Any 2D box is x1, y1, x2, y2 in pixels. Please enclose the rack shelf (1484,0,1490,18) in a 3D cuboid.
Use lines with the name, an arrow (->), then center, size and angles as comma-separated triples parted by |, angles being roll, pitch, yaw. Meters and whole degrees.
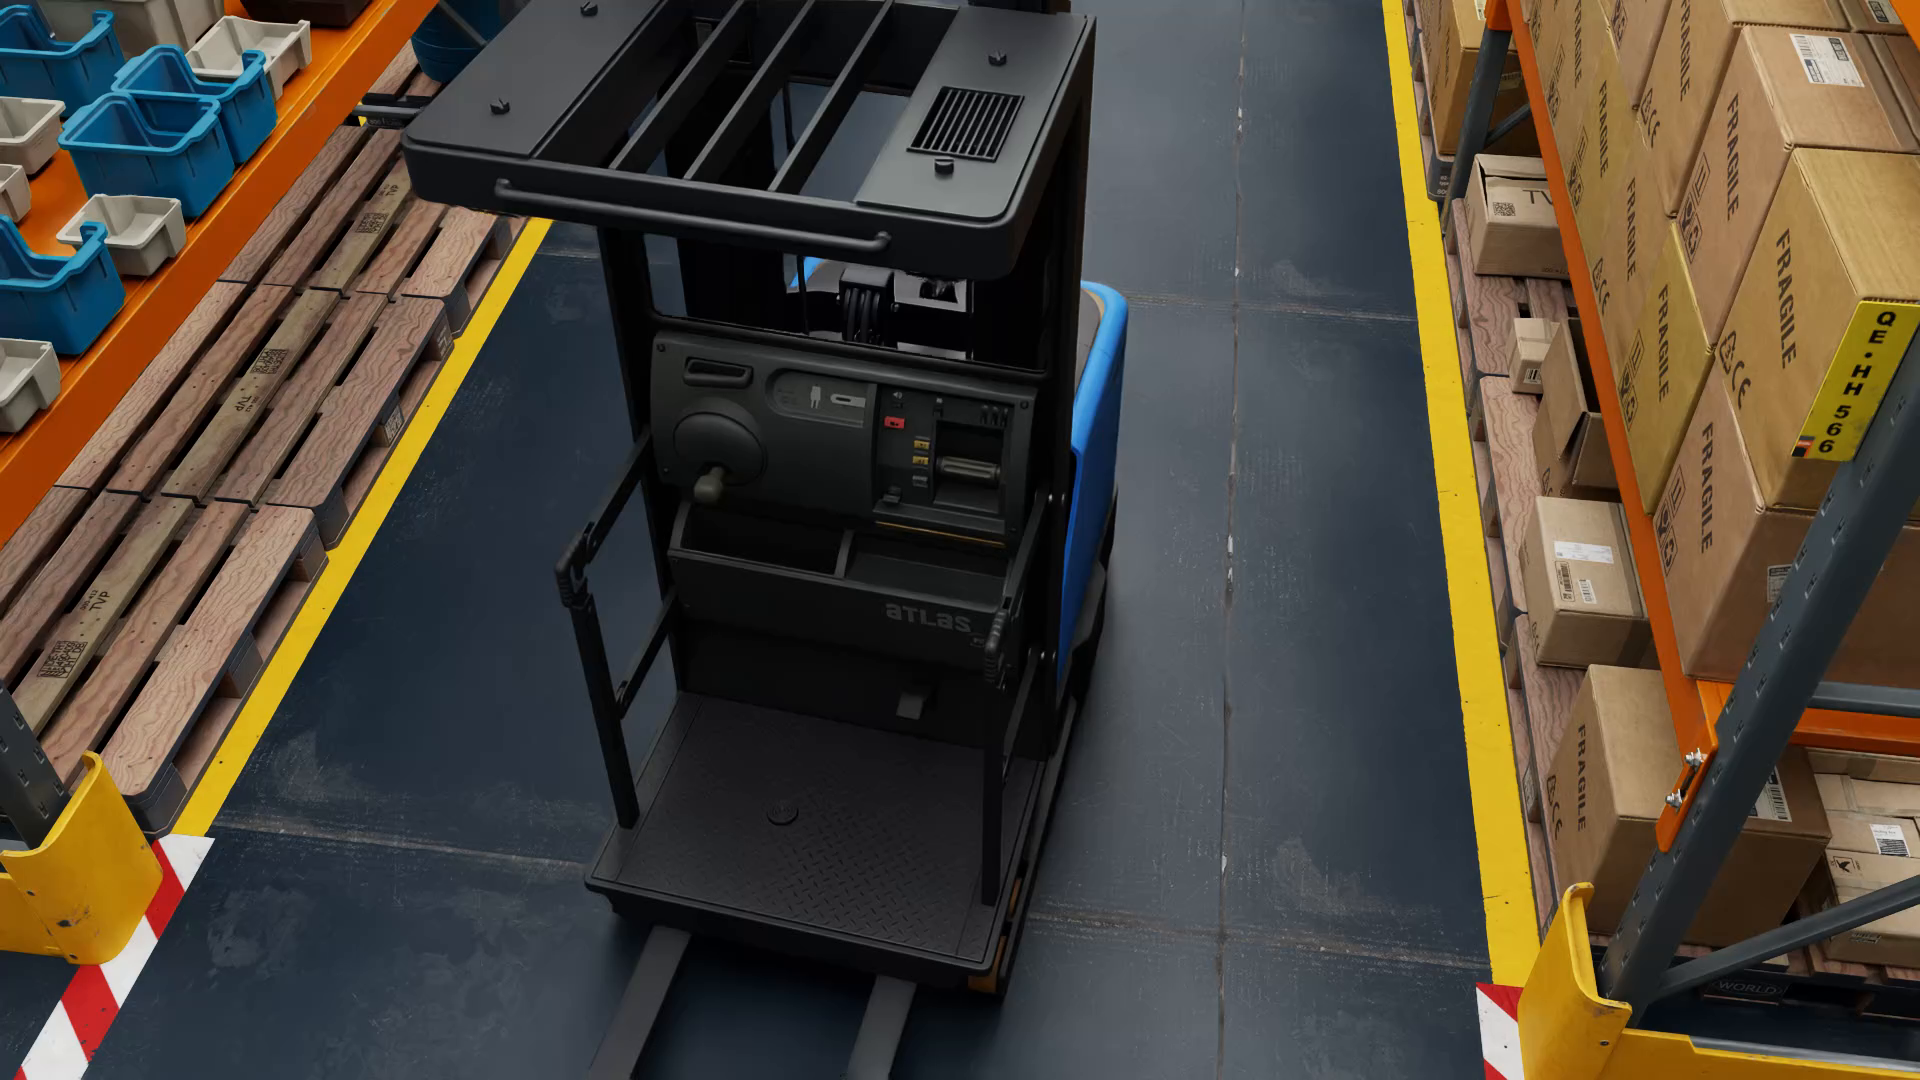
rack shelf -> 2.832, -3.488, 7.775 | 1.077, 0.370, 4.000 | 5, 44, 6

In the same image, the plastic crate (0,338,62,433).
plastic crate -> -2.387, -0.388, 4.126 | 0.250, 0.136, 0.298 | 5, 44, 6

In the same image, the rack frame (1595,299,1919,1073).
rack frame -> 2.039, 0.340, 3.209 | 1.000, 3.000, 0.127 | 5, 44, 6

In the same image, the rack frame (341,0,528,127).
rack frame -> -2.342, -2.839, 6.566 | 1.000, 3.000, 0.127 | 5, 44, 6

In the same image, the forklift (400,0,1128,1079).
forklift -> -0.337, -0.148, 3.774 | 1.130, 2.935, 3.031 | 10, 44, 10

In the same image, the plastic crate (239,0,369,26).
plastic crate -> -2.224, -1.973, 5.809 | 0.437, 0.125, 0.590 | 5, 44, 6

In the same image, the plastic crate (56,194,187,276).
plastic crate -> -2.298, -0.850, 4.615 | 0.250, 0.136, 0.298 | 5, 44, 6

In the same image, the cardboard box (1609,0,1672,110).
cardboard box -> 2.023, -1.436, 4.285 | 0.500, 0.500, 0.500 | 6, 44, 7

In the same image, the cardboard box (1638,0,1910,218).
cardboard box -> 1.955, -1.086, 3.915 | 0.500, 0.500, 0.500 | 6, 44, 7

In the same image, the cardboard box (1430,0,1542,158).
cardboard box -> 2.348, -2.000, 7.179 | 0.500, 0.500, 0.500 | 5, 44, 5

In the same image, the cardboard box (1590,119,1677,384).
cardboard box -> 1.964, -0.720, 4.256 | 0.500, 0.500, 0.500 | 6, 44, 6

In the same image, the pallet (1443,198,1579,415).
pallet -> 2.476, -0.905, 6.553 | 1.003, 0.211, 1.213 | 5, 44, 6

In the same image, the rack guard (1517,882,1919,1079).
rack guard -> 2.049, 1.196, 4.123 | 1.175, 0.500, 0.348 | 5, 44, 6

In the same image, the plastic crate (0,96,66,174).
plastic crate -> -2.857, -1.203, 4.987 | 0.298, 0.136, 0.250 | 5, 44, 6

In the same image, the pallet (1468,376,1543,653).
pallet -> 2.317, -0.072, 5.672 | 1.003, 0.211, 1.213 | 5, 44, 6

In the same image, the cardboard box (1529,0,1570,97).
cardboard box -> 2.165, -1.750, 5.344 | 0.500, 0.500, 0.500 | 6, 44, 6

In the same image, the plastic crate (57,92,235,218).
plastic crate -> -2.338, -1.109, 4.818 | 0.416, 0.233, 0.300 | 5, 44, 6

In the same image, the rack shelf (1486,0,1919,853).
rack shelf -> 2.303, -0.762, 4.896 | 1.077, 0.370, 4.000 | 5, 44, 6

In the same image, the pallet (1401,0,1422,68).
pallet -> 2.796, -2.765, 8.517 | 1.003, 0.211, 1.213 | 5, 44, 6

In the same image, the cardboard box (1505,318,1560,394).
cardboard box -> 2.193, -0.660, 6.006 | 0.380, 0.166, 0.250 | 5, 44, 6

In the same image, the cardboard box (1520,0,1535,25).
cardboard box -> 2.230, -2.100, 5.713 | 0.500, 0.500, 0.500 | 6, 44, 7

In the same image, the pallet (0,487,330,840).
pallet -> -2.723, 0.341, 5.236 | 1.003, 0.211, 1.213 | 5, 44, 6

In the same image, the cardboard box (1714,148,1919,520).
cardboard box -> 1.825, -0.388, 3.178 | 0.500, 0.500, 0.500 | 5, 44, 5

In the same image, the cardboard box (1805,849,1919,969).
cardboard box -> 2.435, 0.961, 4.306 | 0.380, 0.149, 0.250 | 5, 44, 6

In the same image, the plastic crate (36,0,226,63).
plastic crate -> -2.727, -1.794, 5.505 | 0.437, 0.282, 0.530 | 5, 44, 6

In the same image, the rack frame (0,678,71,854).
rack frame -> -2.871, -0.113, 3.687 | 1.000, 3.000, 0.127 | 5, 44, 6

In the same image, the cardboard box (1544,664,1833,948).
cardboard box -> 1.866, 0.695, 4.332 | 0.500, 0.500, 0.500 | 5, 44, 6

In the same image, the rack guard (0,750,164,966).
rack guard -> -2.861, 0.813, 4.528 | 1.175, 0.500, 0.348 | 5, 44, 6

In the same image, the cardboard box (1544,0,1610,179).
cardboard box -> 2.097, -1.410, 4.984 | 0.500, 0.500, 0.500 | 5, 44, 5

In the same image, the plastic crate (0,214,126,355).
plastic crate -> -2.425, -0.661, 4.344 | 0.416, 0.233, 0.300 | 5, 44, 6

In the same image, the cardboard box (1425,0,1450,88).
cardboard box -> 2.422, -2.337, 7.534 | 0.500, 0.500, 0.500 | 5, 44, 6

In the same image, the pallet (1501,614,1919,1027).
pallet -> 2.153, 0.758, 4.797 | 1.003, 0.211, 1.213 | 5, 44, 6

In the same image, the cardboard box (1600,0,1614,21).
cardboard box -> 2.090, -1.788, 4.657 | 0.500, 0.500, 0.500 | 4, 44, 4

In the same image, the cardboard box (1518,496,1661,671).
cardboard box -> 2.022, 0.141, 5.099 | 0.500, 0.250, 0.500 | 5, 44, 6

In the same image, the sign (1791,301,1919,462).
sign -> 1.491, -0.259, 2.770 | 0.100, 0.325, 0.005 | 5, 44, 6

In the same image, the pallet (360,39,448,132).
pallet -> -2.199, -2.348, 8.077 | 1.003, 0.211, 1.213 | 5, 44, 6

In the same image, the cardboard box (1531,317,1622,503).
cardboard box -> 2.324, -0.358, 5.443 | 0.797, 0.503, 0.637 | 5, 44, 6

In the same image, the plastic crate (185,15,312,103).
plastic crate -> -2.274, -1.551, 5.354 | 0.293, 0.136, 0.466 | 5, 44, 6

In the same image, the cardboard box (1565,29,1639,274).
cardboard box -> 2.031, -1.063, 4.618 | 0.500, 0.500, 0.500 | 5, 44, 5

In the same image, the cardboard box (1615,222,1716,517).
cardboard box -> 1.893, -0.380, 3.897 | 0.500, 0.500, 0.500 | 6, 44, 6

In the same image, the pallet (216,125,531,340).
pallet -> -2.401, -1.322, 6.992 | 1.003, 0.211, 1.213 | 5, 44, 6

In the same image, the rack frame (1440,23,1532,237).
rack frame -> 2.567, -2.386, 6.088 | 1.000, 3.000, 0.127 | 5, 44, 6

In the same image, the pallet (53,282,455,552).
pallet -> -2.560, -0.488, 6.112 | 1.003, 0.211, 1.213 | 5, 44, 6

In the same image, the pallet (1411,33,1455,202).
pallet -> 2.637, -1.931, 7.636 | 1.003, 0.211, 1.213 | 5, 44, 6

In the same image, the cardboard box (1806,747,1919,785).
cardboard box -> 2.458, 0.493, 4.727 | 0.500, 0.250, 0.500 | 5, 44, 6

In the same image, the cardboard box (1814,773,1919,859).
cardboard box -> 2.468, 0.785, 4.480 | 0.380, 0.166, 0.250 | 5, 44, 6

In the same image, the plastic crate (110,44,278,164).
plastic crate -> -2.298, -1.314, 5.034 | 0.416, 0.233, 0.300 | 5, 44, 6

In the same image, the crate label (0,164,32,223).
crate label -> -2.877, -0.999, 4.772 | 0.396, 0.136, 0.243 | 5, 44, 6

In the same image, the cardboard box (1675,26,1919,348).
cardboard box -> 1.891, -0.732, 3.541 | 0.500, 0.500, 0.500 | 6, 44, 7

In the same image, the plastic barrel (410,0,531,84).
plastic barrel -> -2.253, -2.599, 7.533 | 0.600, 0.901, 0.708 | 5, 44, 6

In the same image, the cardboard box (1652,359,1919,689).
cardboard box -> 1.828, -0.026, 3.523 | 0.500, 0.500, 0.500 | 6, 44, 7

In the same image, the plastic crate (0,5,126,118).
plastic crate -> -2.854, -1.497, 5.227 | 0.416, 0.233, 0.300 | 5, 44, 6

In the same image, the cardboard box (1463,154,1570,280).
cardboard box -> 2.297, -1.303, 6.580 | 0.500, 0.311, 0.500 | 5, 44, 6

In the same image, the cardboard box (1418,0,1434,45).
cardboard box -> 2.489, -2.678, 7.895 | 0.500, 0.500, 0.500 | 6, 44, 6
